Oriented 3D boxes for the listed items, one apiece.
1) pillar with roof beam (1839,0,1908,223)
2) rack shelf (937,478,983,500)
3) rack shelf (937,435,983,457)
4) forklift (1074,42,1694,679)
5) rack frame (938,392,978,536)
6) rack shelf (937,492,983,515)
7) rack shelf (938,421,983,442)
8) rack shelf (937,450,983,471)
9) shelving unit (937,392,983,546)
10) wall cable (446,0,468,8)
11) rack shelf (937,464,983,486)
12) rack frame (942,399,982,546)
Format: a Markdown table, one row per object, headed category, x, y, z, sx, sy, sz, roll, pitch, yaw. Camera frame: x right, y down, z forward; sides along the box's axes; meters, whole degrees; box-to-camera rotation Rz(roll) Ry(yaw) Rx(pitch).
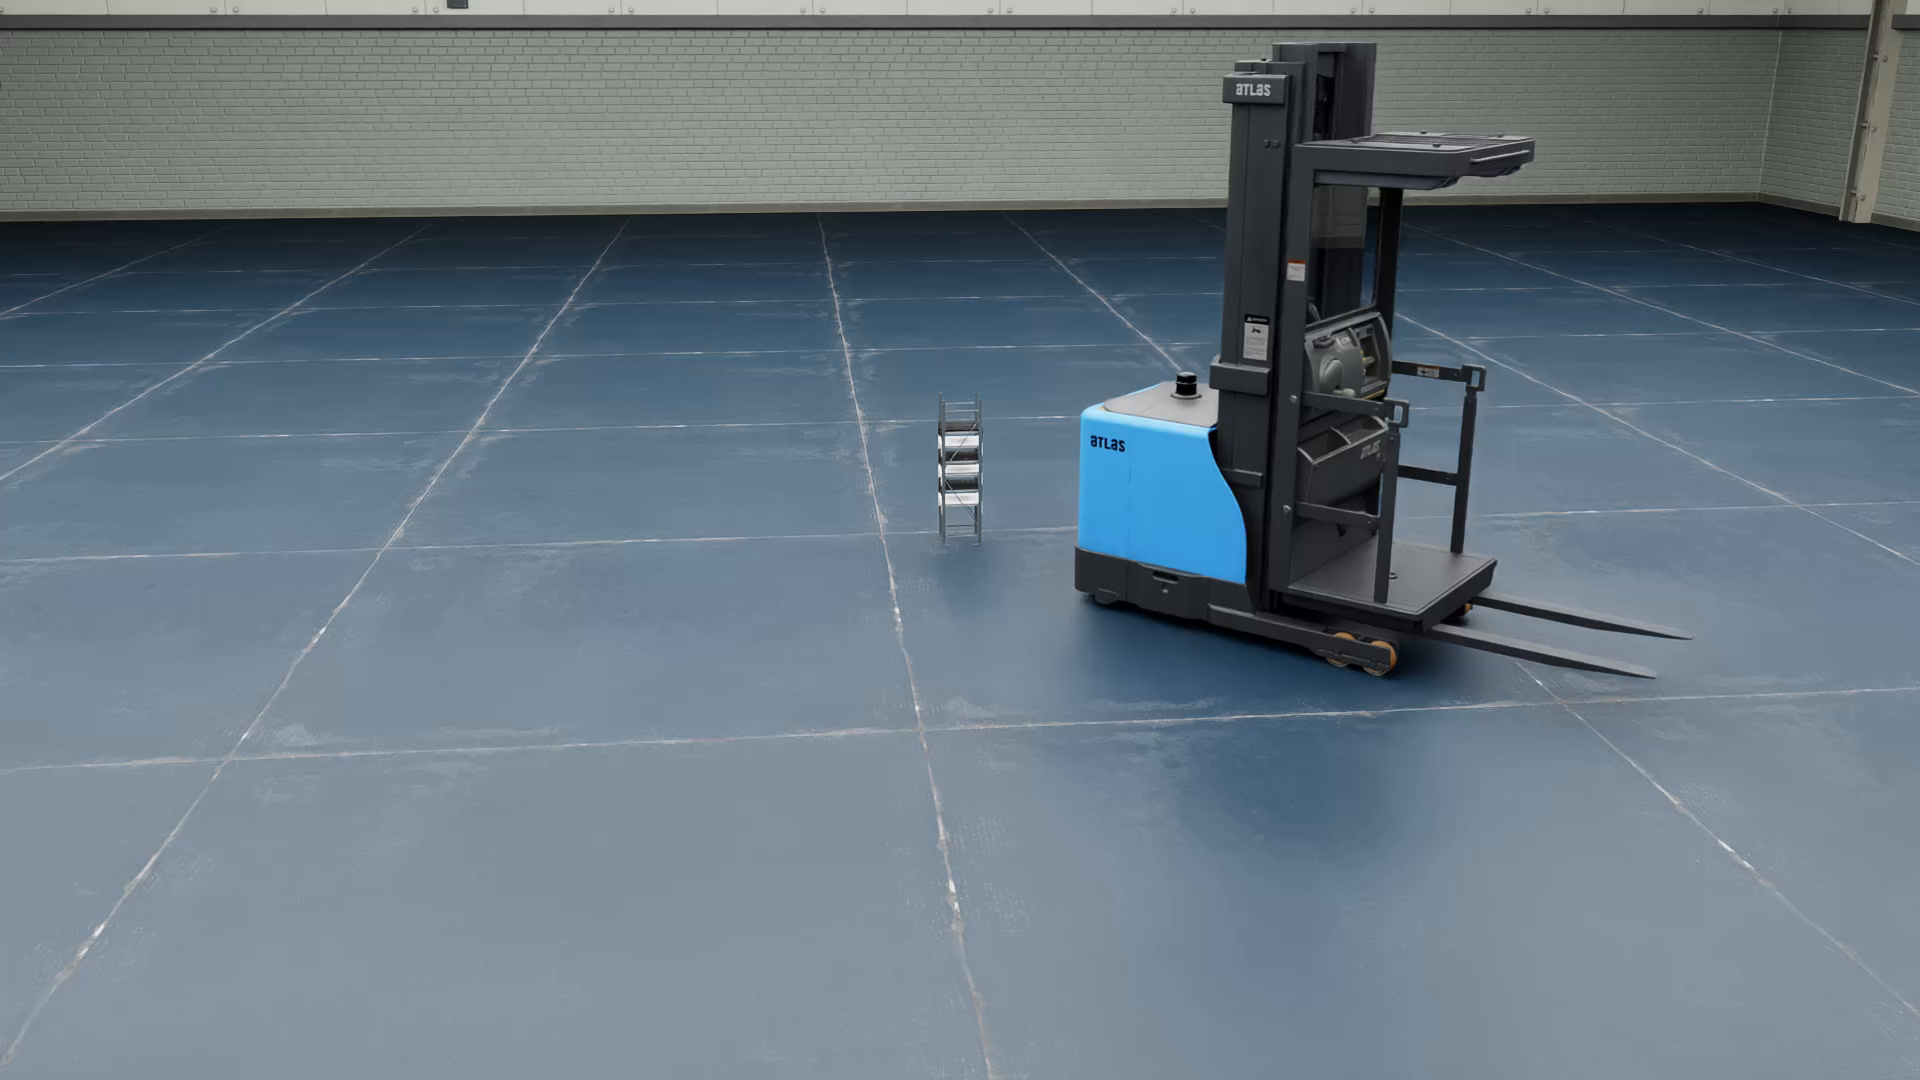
| category | x | y | z | sx | sy | sz | roll | pitch | yaw |
| --- | --- | --- | --- | --- | --- | --- | --- | --- | --- |
| pillar with roof beam | 9.787 | -9.170 | 24.361 | 9.100 | 9.000 | 0.400 | -2 | 18 | -6 |
| rack shelf | 0.001 | -0.309 | 10.072 | 0.258 | 0.077 | 0.200 | -2 | 18 | -6 |
| rack shelf | 0.001 | -0.567 | 9.991 | 0.258 | 0.077 | 0.200 | -2 | 18 | -6 |
| forklift | 2.110 | -0.919 | 8.213 | 3.031 | 2.935 | 1.130 | 13 | 21 | 35 |
| rack frame | -0.010 | -0.457 | 10.131 | 0.240 | 0.900 | 0.006 | -2 | 18 | -6 |
| rack shelf | 0.001 | -0.223 | 10.098 | 0.258 | 0.077 | 0.200 | -2 | 18 | -6 |
| rack shelf | 0.001 | -0.653 | 9.964 | 0.258 | 0.077 | 0.200 | -2 | 18 | -6 |
| rack shelf | 0.001 | -0.481 | 10.018 | 0.258 | 0.077 | 0.200 | -2 | 18 | -6 |
| shelving unit | 0.001 | -0.427 | 10.035 | 0.258 | 0.900 | 0.210 | -2 | 18 | -6 |
| wall cable | -6.807 | -11.159 | 25.021 | 2.305 | 6.003 | 0.169 | -2 | 18 | -6 |
| rack shelf | 0.001 | -0.395 | 10.045 | 0.258 | 0.077 | 0.200 | -2 | 18 | -6 |
| rack frame | 0.011 | -0.397 | 9.938 | 0.240 | 0.900 | 0.006 | -2 | 18 | -6 |
